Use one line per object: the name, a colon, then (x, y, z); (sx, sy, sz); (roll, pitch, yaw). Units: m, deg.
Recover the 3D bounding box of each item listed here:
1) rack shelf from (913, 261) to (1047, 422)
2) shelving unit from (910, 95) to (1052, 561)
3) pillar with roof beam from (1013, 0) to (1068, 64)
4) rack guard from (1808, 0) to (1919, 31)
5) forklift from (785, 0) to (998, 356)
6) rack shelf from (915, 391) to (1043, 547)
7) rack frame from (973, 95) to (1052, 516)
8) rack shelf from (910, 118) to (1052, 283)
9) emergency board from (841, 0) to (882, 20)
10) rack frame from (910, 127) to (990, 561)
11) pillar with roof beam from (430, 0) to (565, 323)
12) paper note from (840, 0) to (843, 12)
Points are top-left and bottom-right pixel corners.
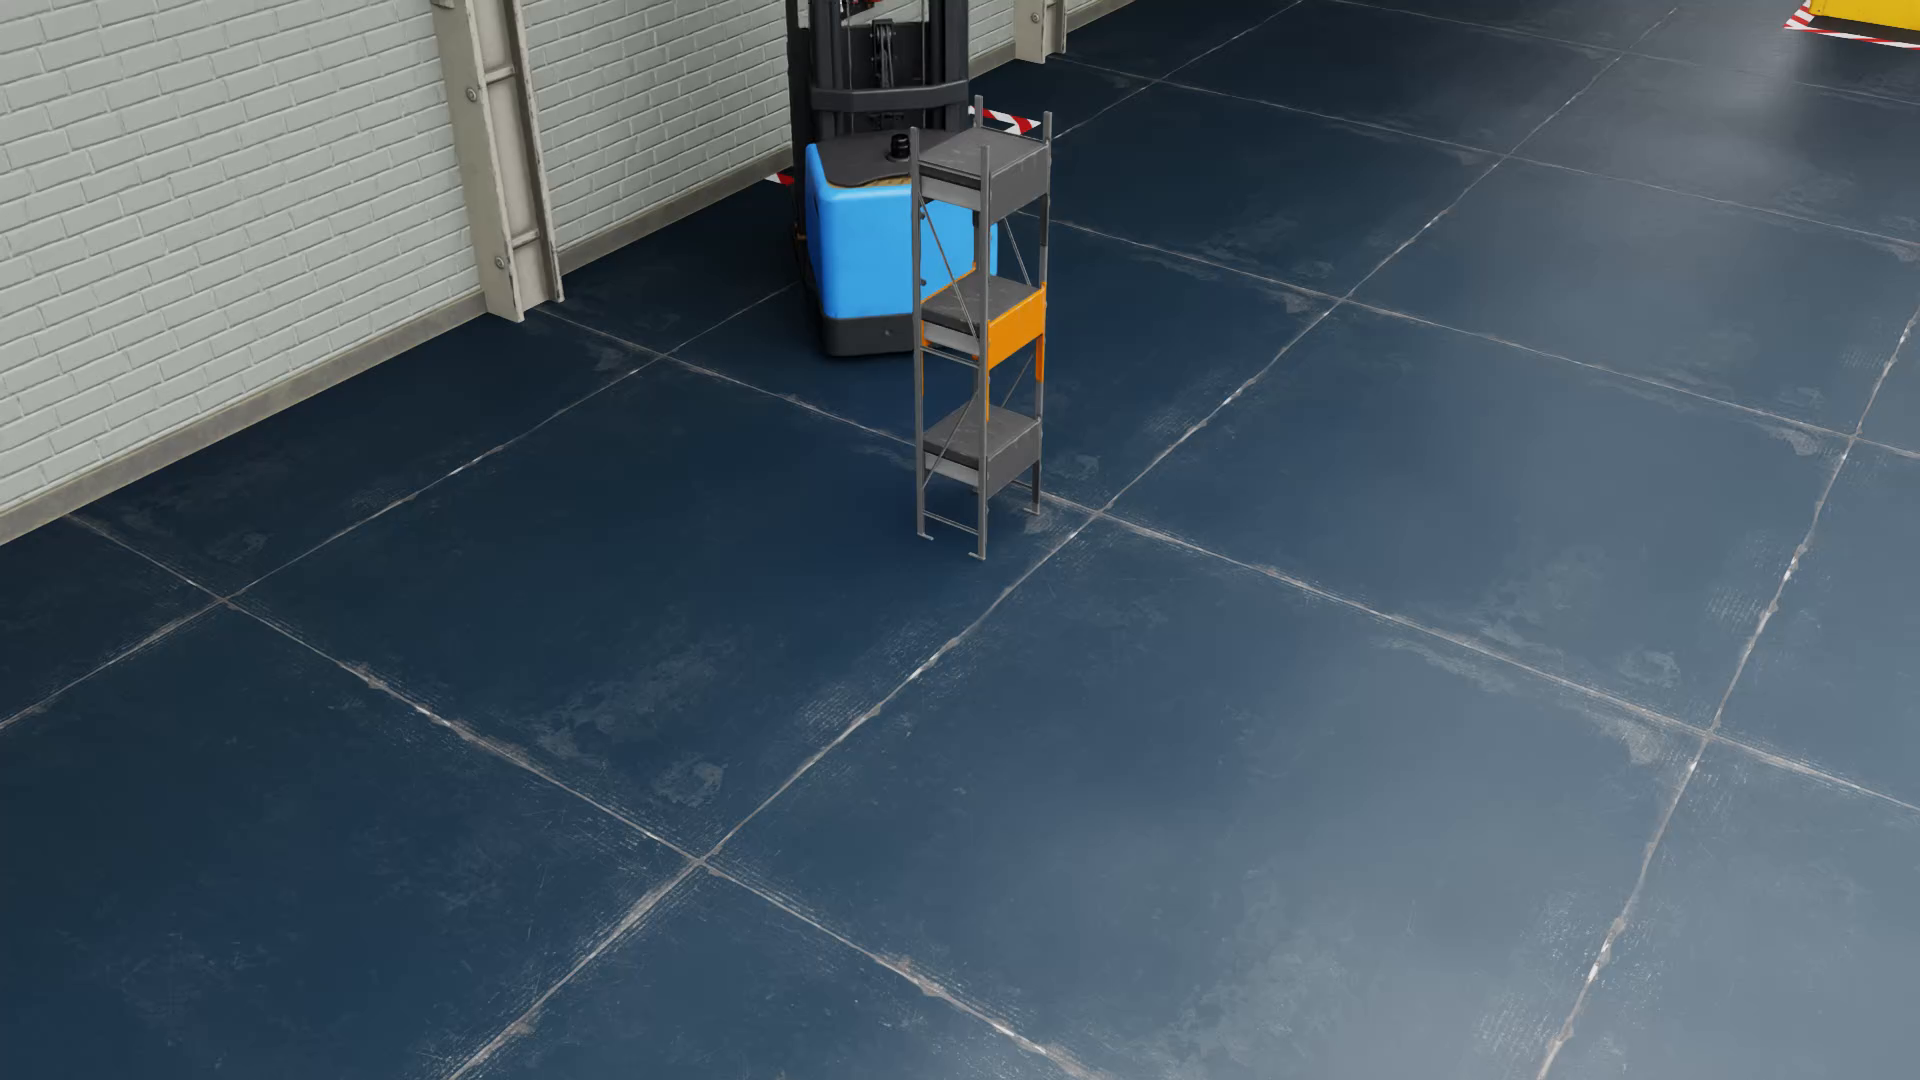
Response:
rack shelf: (0.094, -0.935, 7.782); (0.431, 0.518, 0.480); (21, 39, 28)
shelving unit: (0.094, -0.946, 7.774); (0.431, 2.100, 0.503); (21, 39, 28)
pillar with roof beam: (4.228, -6.590, 9.961); (9.100, 9.000, 0.400); (21, 39, 28)
rack guard: (8.481, -5.015, 15.220); (1.175, 0.500, 0.348); (21, 39, 28)
forklift: (-0.535, -3.103, 10.222); (1.130, 2.935, 3.031); (-6, 34, -8)
rack shelf: (0.094, -0.355, 8.174); (0.431, 0.518, 0.480); (21, 39, 28)
rack frame: (0.234, -1.058, 7.940); (0.400, 2.100, 0.015); (21, 39, 28)
rack shelf: (0.094, -1.515, 7.390); (0.431, 0.518, 0.480); (21, 39, 28)
emergency board: (-0.750, -4.355, 12.012); (0.194, 1.169, 0.643); (21, 39, 28)
rack frame: (-0.045, -0.834, 7.608); (0.400, 2.100, 0.015); (21, 39, 28)
pillar with roof beam: (0.806, -3.829, 5.878); (9.100, 9.000, 0.400); (21, 39, 28)
paper note: (-0.907, -3.930, 12.171); (0.016, 0.148, 0.142); (21, 39, 28)
